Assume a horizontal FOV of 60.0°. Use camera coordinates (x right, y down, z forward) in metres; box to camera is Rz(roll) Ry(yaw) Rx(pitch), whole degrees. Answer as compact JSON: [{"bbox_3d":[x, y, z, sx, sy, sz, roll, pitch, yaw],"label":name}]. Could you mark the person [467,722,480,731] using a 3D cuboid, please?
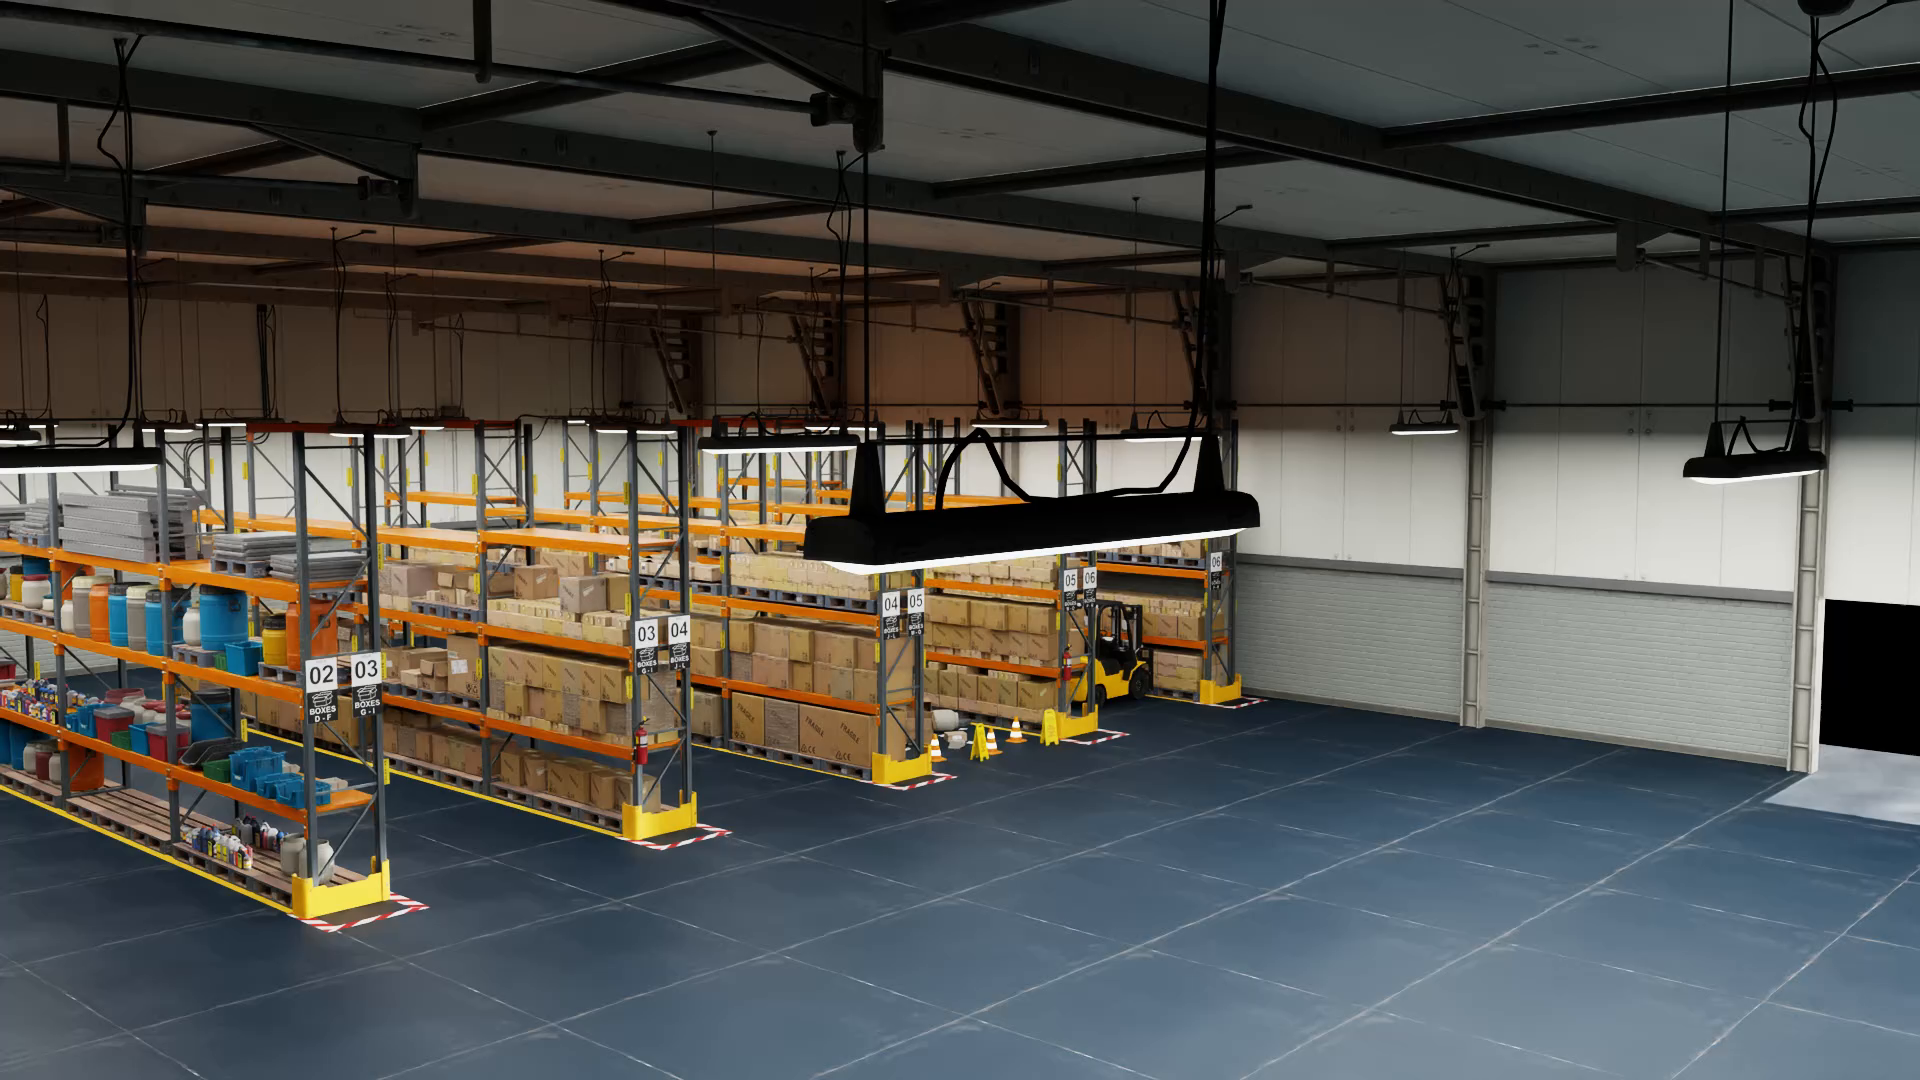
[{"bbox_3d":[-8.962,2.997,31.058,0.638,1.608,0.567,5,6,44],"label":"person"}]
